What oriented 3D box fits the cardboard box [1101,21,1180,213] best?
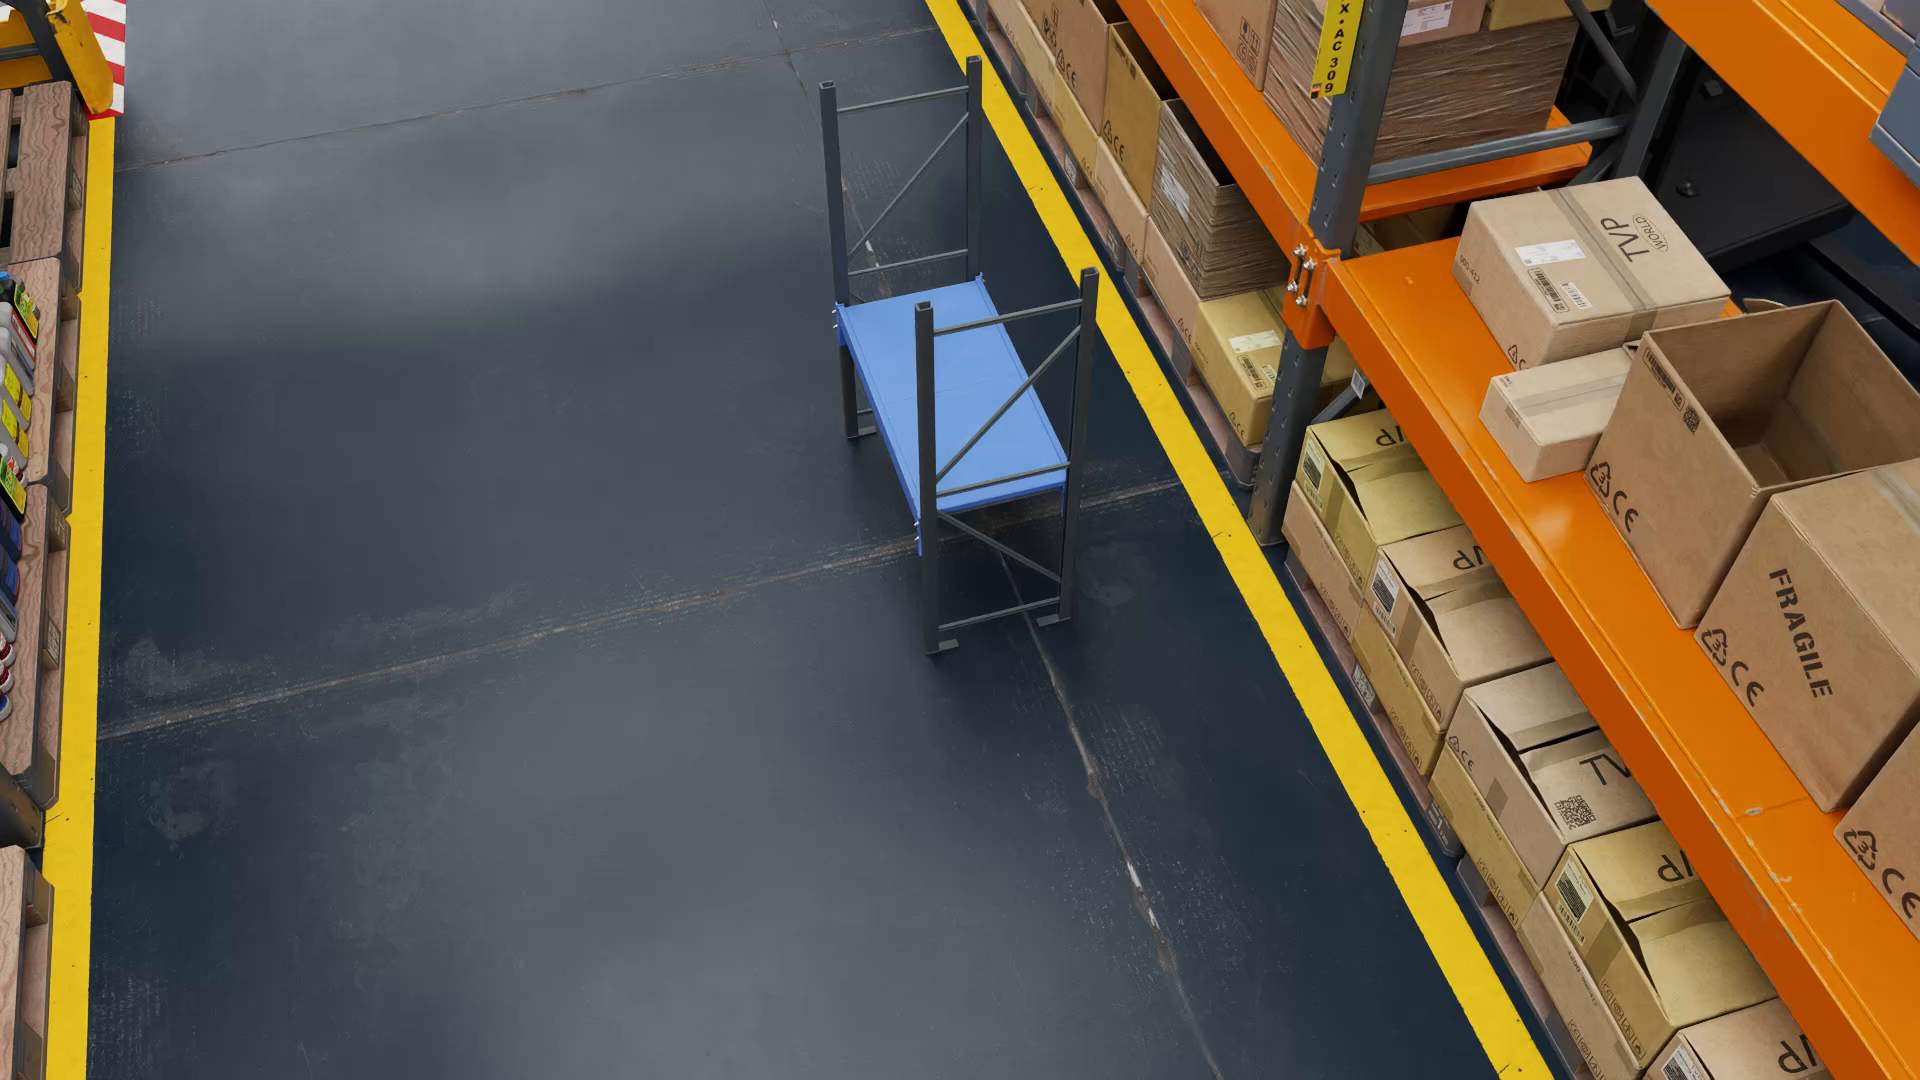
[{"bbox_3d":[0.859,-1.606,6.175,0.500,0.500,0.500,-13,51,-11],"label":"cardboard box"}]

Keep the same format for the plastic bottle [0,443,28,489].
[{"bbox_3d":[-3.199,-0.250,5.541,0.097,0.201,0.097,0,50,0],"label":"plastic bottle"}]

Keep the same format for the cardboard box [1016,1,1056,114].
[{"bbox_3d":[0.555,-2.093,7.076,0.500,0.250,0.500,-13,51,-11],"label":"cardboard box"}]

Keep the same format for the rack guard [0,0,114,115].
[{"bbox_3d":[-4.355,-2.047,7.149,1.175,0.500,0.348,-13,51,-11],"label":"rack guard"}]

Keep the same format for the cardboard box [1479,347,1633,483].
[{"bbox_3d":[1.560,-0.319,4.222,0.380,0.149,0.250,-13,51,-11],"label":"cardboard box"}]

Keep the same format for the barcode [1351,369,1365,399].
[{"bbox_3d":[1.171,-0.459,4.894,0.001,0.075,0.075,-13,51,-11],"label":"barcode"}]

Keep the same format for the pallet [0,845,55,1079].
[{"bbox_3d":[-2.970,1.487,4.358,1.003,0.211,1.213,-13,51,-11],"label":"pallet"}]

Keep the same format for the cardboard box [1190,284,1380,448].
[{"bbox_3d":[1.147,-0.632,5.845,0.500,0.250,0.500,-13,51,-11],"label":"cardboard box"}]

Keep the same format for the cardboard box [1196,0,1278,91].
[{"bbox_3d":[1.194,-1.832,5.268,0.700,0.500,0.500,-14,51,-11],"label":"cardboard box"}]

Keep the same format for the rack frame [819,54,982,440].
[{"bbox_3d":[-0.176,-0.917,5.542,0.500,1.500,0.032,-13,51,-11],"label":"rack frame"}]

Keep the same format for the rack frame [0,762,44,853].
[{"bbox_3d":[-3.240,0.023,3.768,1.000,3.000,0.127,-13,51,-11],"label":"rack frame"}]

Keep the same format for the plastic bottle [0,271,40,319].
[{"bbox_3d":[-3.461,-0.896,6.086,0.097,0.201,0.097,0,50,0],"label":"plastic bottle"}]

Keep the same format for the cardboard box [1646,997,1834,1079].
[{"bbox_3d":[1.980,1.324,3.829,0.500,0.311,0.500,-14,51,-11],"label":"cardboard box"}]

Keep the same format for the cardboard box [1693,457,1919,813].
[{"bbox_3d":[2.009,0.189,3.563,0.500,0.500,0.500,-13,51,-11],"label":"cardboard box"}]

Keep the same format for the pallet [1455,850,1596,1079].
[{"bbox_3d":[2.113,1.227,4.578,1.003,0.211,1.213,-13,51,-11],"label":"pallet"}]

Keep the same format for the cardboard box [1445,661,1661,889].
[{"bbox_3d":[1.675,0.579,4.457,0.500,0.311,0.500,-15,51,-12],"label":"cardboard box"}]

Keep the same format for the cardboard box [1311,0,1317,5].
[{"bbox_3d":[1.137,-1.666,4.703,0.380,0.149,0.250,-14,51,-12],"label":"cardboard box"}]

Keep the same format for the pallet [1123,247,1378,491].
[{"bbox_3d":[1.298,-0.785,6.274,1.003,0.211,1.213,-13,51,-11],"label":"pallet"}]

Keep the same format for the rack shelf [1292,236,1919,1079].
[{"bbox_3d":[2.085,0.599,3.754,1.077,0.370,4.000,-13,51,-11],"label":"rack shelf"}]

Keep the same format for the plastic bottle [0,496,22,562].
[{"bbox_3d":[-3.138,-0.086,5.305,0.144,0.351,0.185,-15,52,-13],"label":"plastic bottle"}]

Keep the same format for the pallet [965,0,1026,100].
[{"bbox_3d":[0.577,-2.567,7.776,1.003,0.211,1.213,-13,51,-11],"label":"pallet"}]

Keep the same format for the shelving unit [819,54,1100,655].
[{"bbox_3d":[-0.025,-0.546,5.229,0.538,1.500,1.048,-13,51,-11],"label":"shelving unit"}]

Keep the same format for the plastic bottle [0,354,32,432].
[{"bbox_3d":[-3.318,-0.532,5.682,0.144,0.351,0.185,-11,51,-9],"label":"plastic bottle"}]

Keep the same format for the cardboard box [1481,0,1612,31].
[{"bbox_3d":[1.599,-1.575,4.626,0.380,0.149,0.250,-13,51,-11],"label":"cardboard box"}]

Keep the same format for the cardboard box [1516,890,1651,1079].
[{"bbox_3d":[1.831,1.131,4.359,0.500,0.250,0.500,-12,51,-10],"label":"cardboard box"}]

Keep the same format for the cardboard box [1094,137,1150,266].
[{"bbox_3d":[0.847,-1.361,6.460,0.500,0.250,0.500,-13,51,-11],"label":"cardboard box"}]

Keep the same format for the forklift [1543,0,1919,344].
[{"bbox_3d":[2.838,-2.192,5.681,1.130,2.935,3.031,-21,53,-16],"label":"forklift"}]

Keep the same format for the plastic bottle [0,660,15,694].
[{"bbox_3d":[-2.945,0.378,5.012,0.097,0.201,0.097,0,50,0],"label":"plastic bottle"}]

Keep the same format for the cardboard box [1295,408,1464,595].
[{"bbox_3d":[1.378,-0.166,5.085,0.500,0.311,0.500,-13,51,-11],"label":"cardboard box"}]

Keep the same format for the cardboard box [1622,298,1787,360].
[{"bbox_3d":[1.929,-0.450,4.255,0.396,0.266,0.258,-14,51,-12],"label":"cardboard box"}]

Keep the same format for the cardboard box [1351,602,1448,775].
[{"bbox_3d":[1.526,0.381,4.990,0.500,0.250,0.500,-12,51,-10],"label":"cardboard box"}]

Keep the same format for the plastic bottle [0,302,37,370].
[{"bbox_3d":[-3.412,-0.729,5.897,0.152,0.276,0.135,-13,51,-11],"label":"plastic bottle"}]

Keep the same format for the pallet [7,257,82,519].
[{"bbox_3d":[-3.763,-0.470,6.008,1.003,0.211,1.213,-13,51,-11],"label":"pallet"}]

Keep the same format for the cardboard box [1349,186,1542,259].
[{"bbox_3d":[1.655,-0.994,5.659,0.500,0.500,0.500,-13,51,-11],"label":"cardboard box"}]

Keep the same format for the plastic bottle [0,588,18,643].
[{"bbox_3d":[-3.037,0.198,5.115,0.152,0.276,0.135,-12,51,-10],"label":"plastic bottle"}]

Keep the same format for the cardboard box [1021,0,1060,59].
[{"bbox_3d":[0.566,-2.337,6.792,0.500,0.500,0.500,-13,51,-11],"label":"cardboard box"}]
